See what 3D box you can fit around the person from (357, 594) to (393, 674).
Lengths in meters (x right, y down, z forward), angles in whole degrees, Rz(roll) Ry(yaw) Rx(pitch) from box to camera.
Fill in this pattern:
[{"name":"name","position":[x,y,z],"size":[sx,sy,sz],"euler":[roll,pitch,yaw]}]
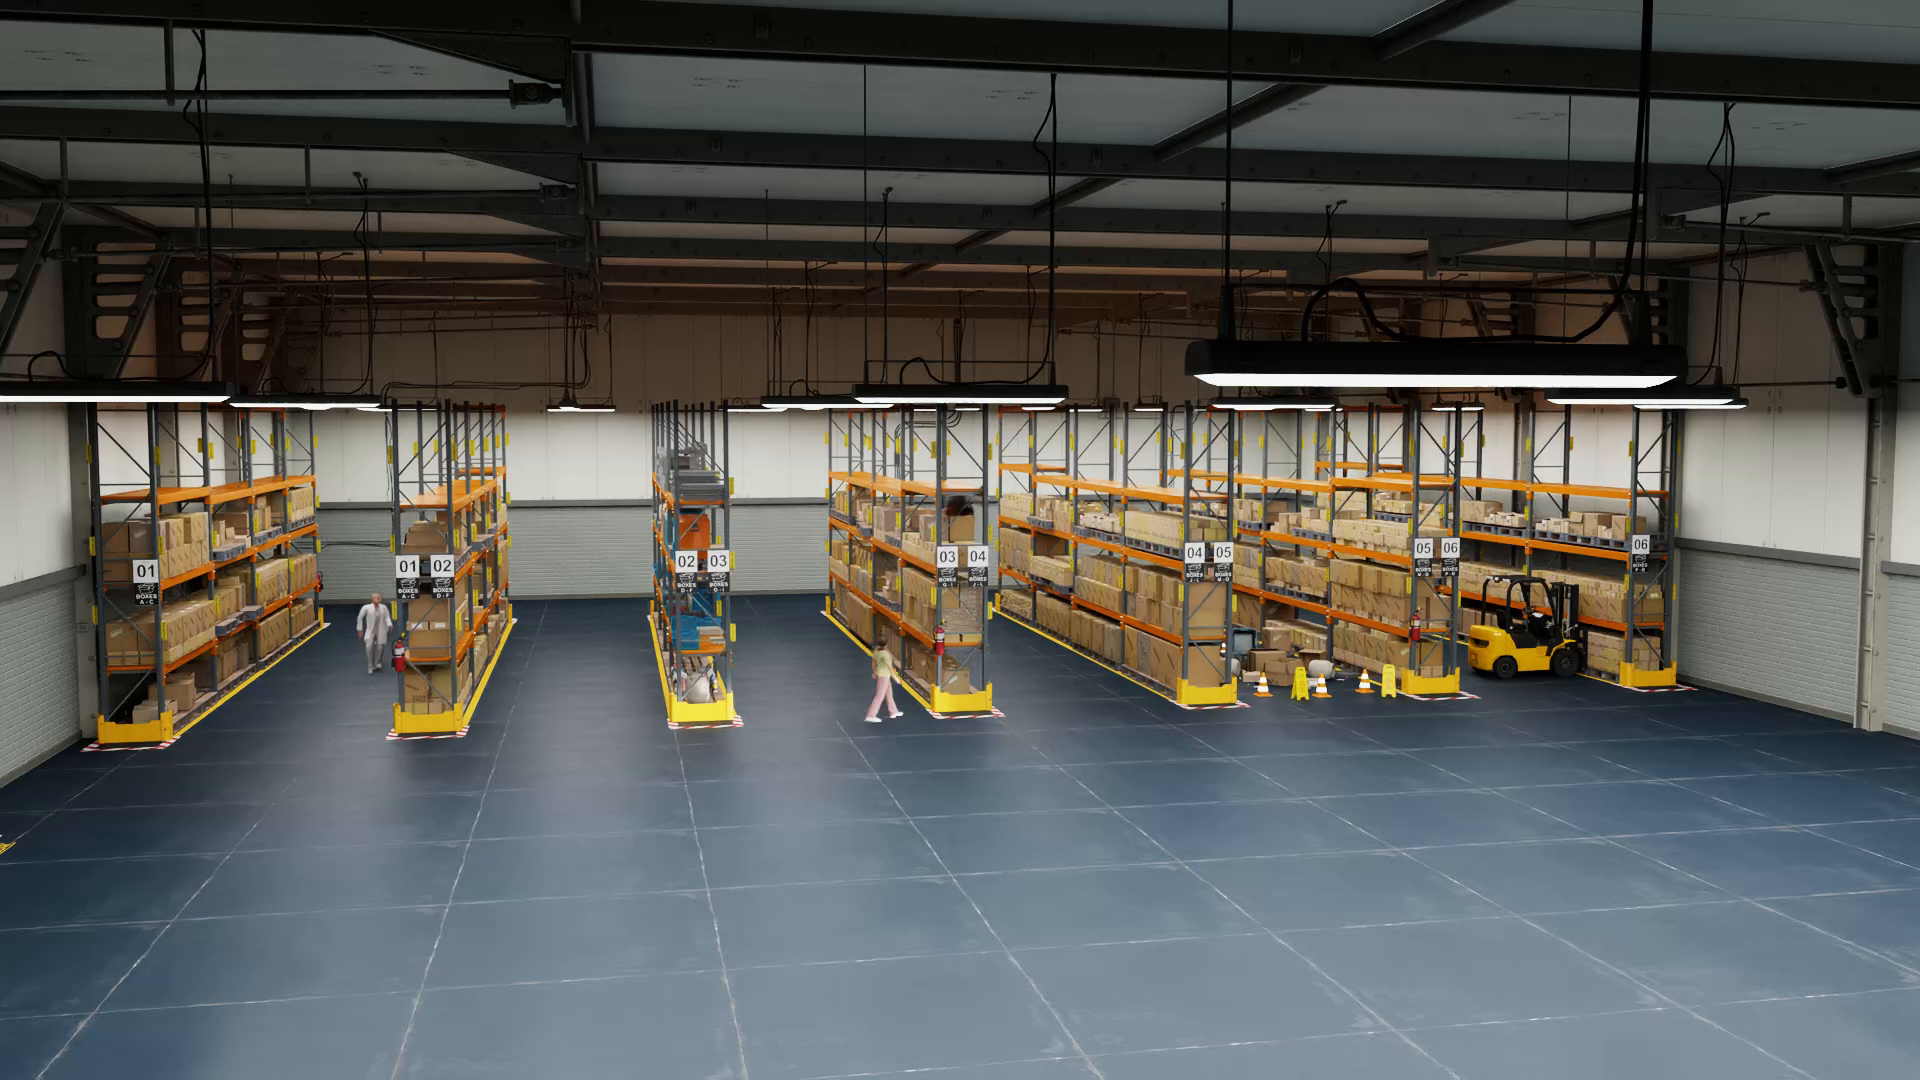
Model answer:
[{"name":"person","position":[-13.058,2.096,37.157],"size":[0.777,1.814,0.935],"euler":[-1,4,-12]}]

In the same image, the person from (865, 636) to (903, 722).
[{"name":"person","position":[-1.411,2.572,31.156],"size":[0.853,1.617,0.603],"euler":[-2,5,-22]}]
